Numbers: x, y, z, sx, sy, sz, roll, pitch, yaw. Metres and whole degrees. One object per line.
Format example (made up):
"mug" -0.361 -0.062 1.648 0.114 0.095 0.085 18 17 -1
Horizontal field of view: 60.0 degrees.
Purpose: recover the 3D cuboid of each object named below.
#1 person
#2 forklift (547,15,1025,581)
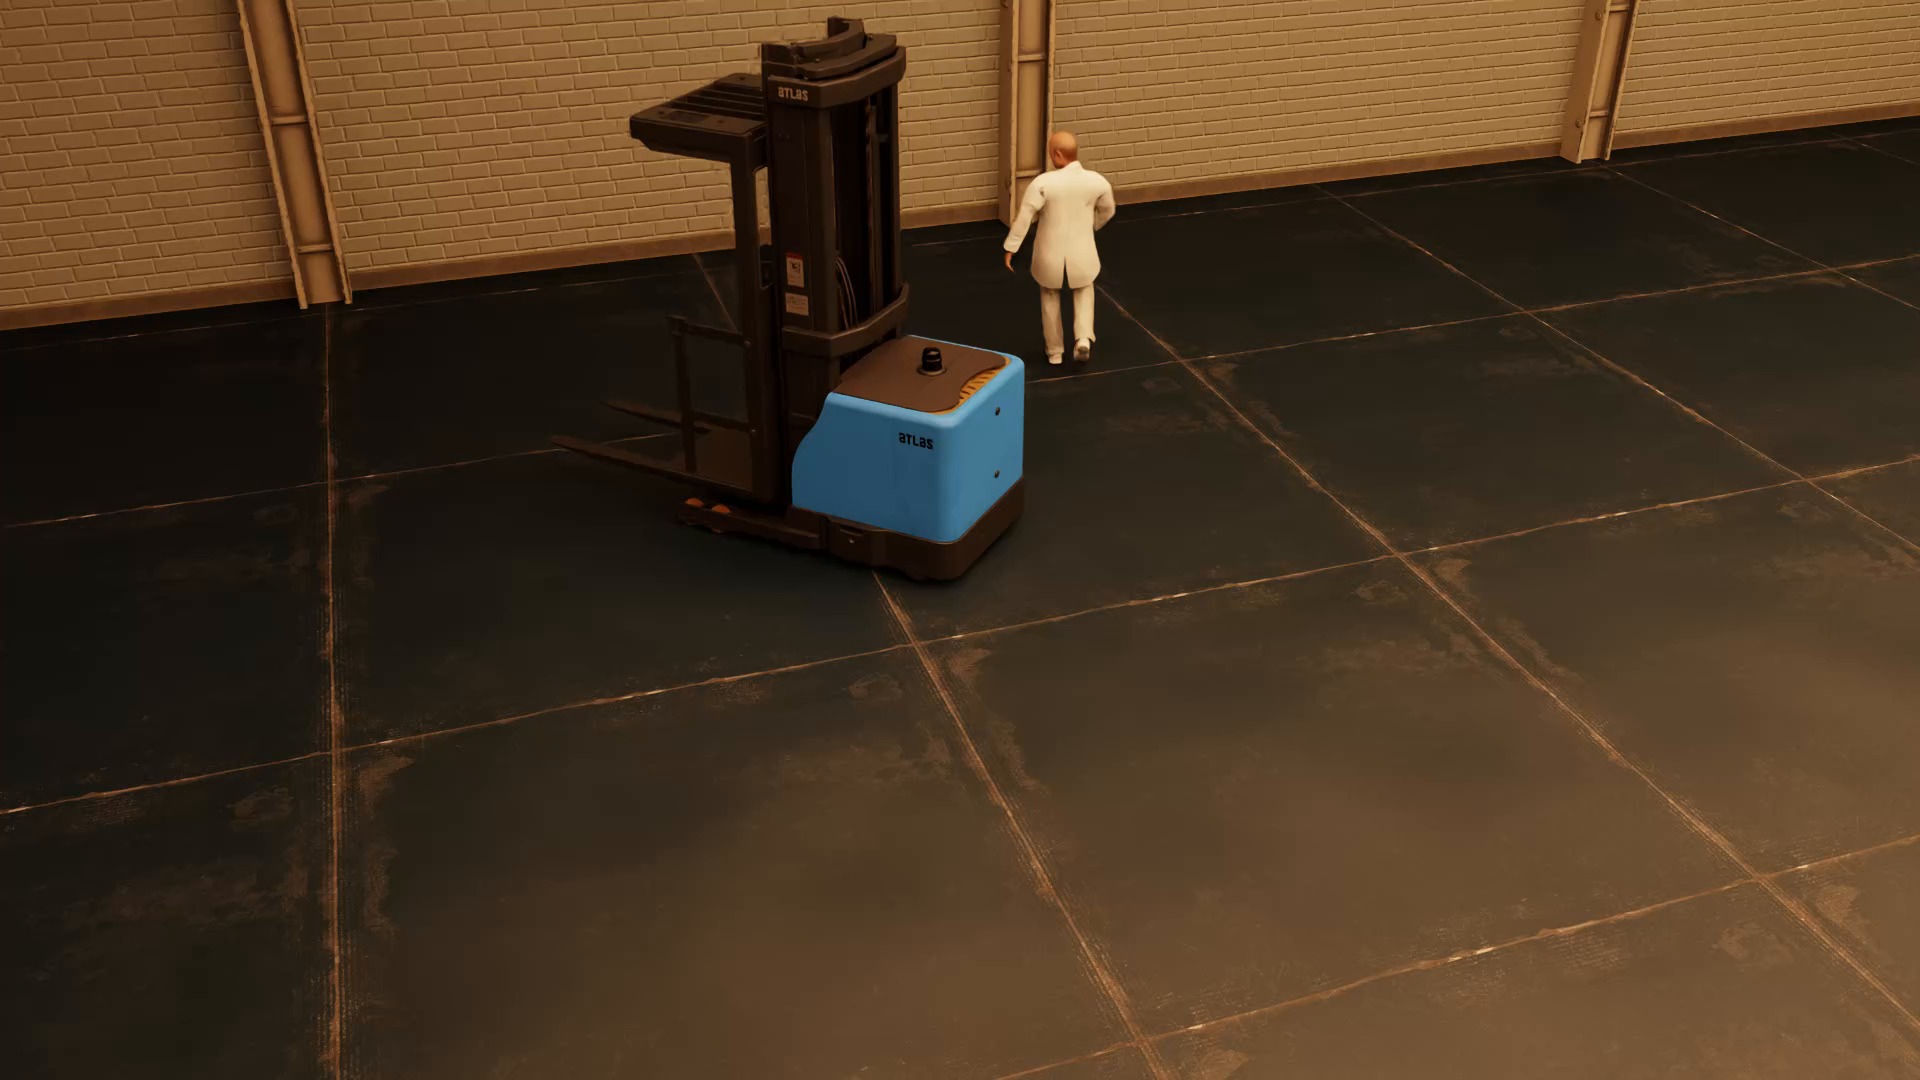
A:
"person" 0.706 -2.077 11.905 0.804 1.736 0.568 0 30 0
"forklift" -1.158 -1.533 9.752 3.031 2.935 1.130 14 33 23
